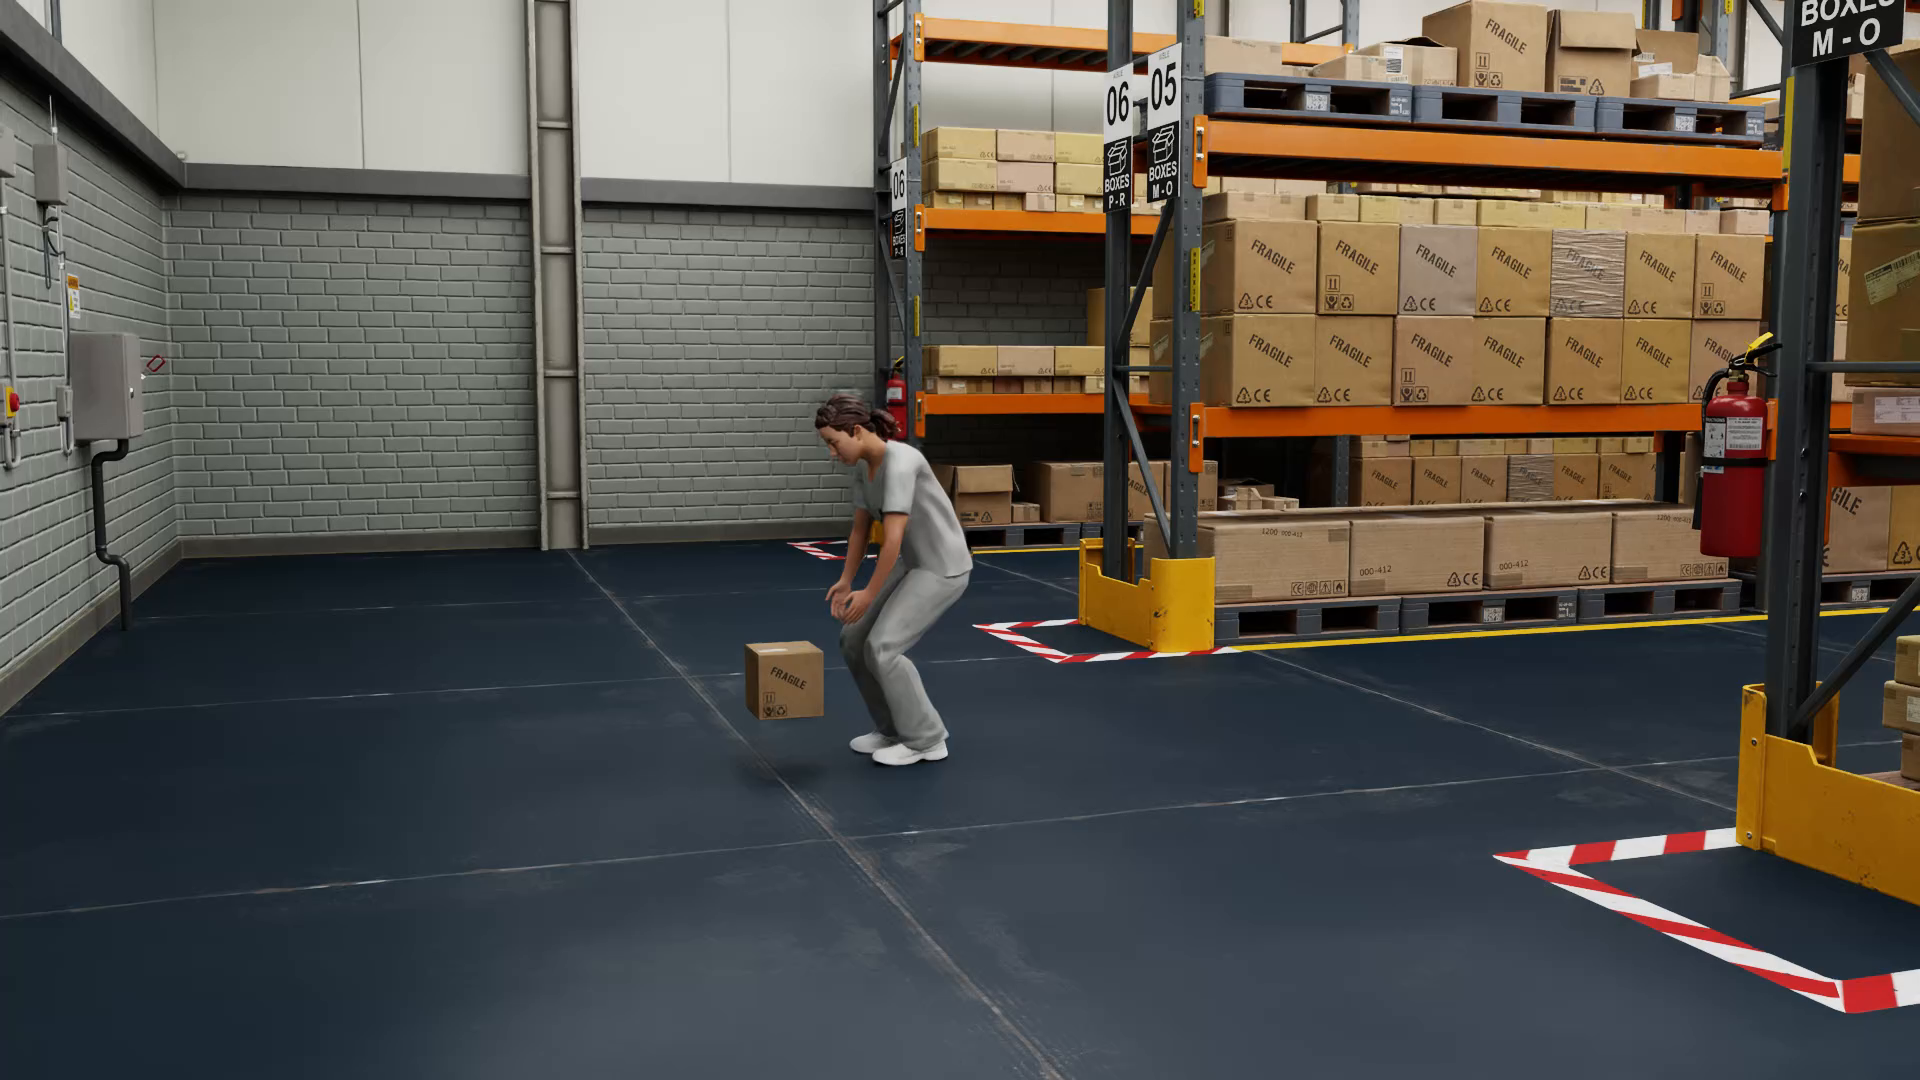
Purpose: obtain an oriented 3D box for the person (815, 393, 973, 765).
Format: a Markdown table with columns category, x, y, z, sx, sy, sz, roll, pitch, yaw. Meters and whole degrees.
| category | x | y | z | sx | sy | sz | roll | pitch | yaw |
| --- | --- | --- | --- | --- | --- | --- | --- | --- | --- |
| person | -0.252 | 0.146 | 6.400 | 0.615 | 1.418 | 0.490 | -2 | 6 | -19 |
